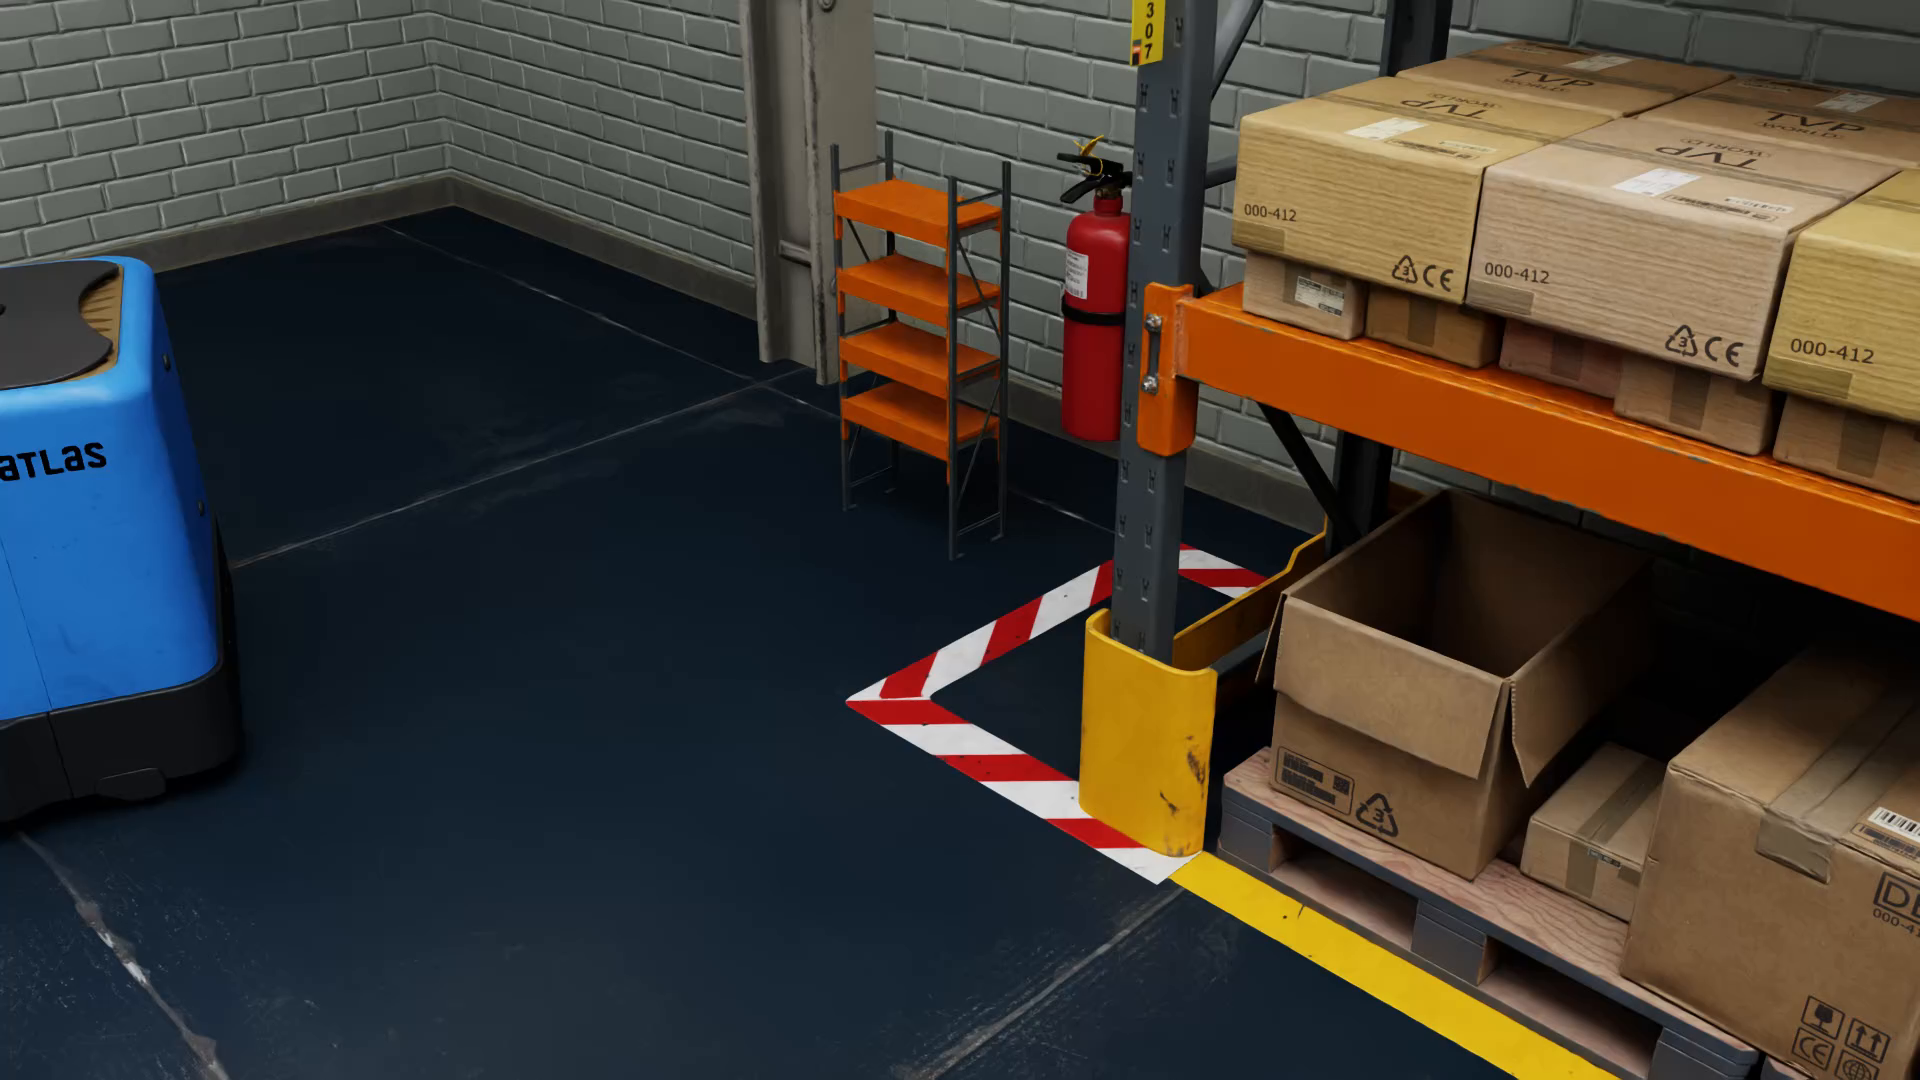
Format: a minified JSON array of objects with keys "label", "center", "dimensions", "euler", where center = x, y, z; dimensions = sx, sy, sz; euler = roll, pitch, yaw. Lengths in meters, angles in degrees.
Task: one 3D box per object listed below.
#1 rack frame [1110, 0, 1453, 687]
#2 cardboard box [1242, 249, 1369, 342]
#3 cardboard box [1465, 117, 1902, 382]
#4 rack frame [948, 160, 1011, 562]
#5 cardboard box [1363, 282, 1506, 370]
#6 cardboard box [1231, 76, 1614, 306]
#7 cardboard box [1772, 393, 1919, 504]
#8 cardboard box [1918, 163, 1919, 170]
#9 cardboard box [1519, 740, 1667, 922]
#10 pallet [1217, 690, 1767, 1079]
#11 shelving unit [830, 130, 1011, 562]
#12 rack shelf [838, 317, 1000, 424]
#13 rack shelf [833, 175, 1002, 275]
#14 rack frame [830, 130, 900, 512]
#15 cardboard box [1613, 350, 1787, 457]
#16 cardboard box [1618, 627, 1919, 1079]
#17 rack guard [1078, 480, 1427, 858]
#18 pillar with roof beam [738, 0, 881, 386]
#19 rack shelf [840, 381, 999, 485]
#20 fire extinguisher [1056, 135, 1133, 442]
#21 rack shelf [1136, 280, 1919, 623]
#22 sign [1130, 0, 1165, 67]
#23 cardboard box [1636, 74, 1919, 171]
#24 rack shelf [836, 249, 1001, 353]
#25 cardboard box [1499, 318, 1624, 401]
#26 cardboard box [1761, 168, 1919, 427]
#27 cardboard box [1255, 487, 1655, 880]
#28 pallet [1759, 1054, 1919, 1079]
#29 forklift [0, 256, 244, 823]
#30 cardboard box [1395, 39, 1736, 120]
[{"label":"rack frame","center":[0.739,-0.854,3.651],"dimensions":[0.127,3.000,1.000],"euler":[25,36,38]},{"label":"cardboard box","center":[0.781,-0.544,3.332],"dimensions":[0.250,0.149,0.380],"euler":[24,36,38]},{"label":"cardboard box","center":[1.233,-0.517,2.852],"dimensions":[0.500,0.250,0.500],"euler":[-25,37,-39]},{"label":"rack frame","center":[0.056,-0.505,4.922],"dimensions":[0.015,1.200,0.240],"euler":[25,36,38]},{"label":"cardboard box","center":[0.995,-0.477,3.203],"dimensions":[0.380,0.149,0.250],"euler":[-24,36,-38]},{"label":"cardboard box","center":[0.873,-0.682,3.165],"dimensions":[0.500,0.250,0.500],"euler":[25,37,39]},{"label":"cardboard box","center":[1.537,-0.215,2.706],"dimensions":[0.380,0.149,0.250],"euler":[-25,36,-38]},{"label":"cardboard box","center":[1.969,-0.525,2.867],"dimensions":[0.500,0.250,0.500],"euler":[-24,36,-38]},{"label":"cardboard box","center":[1.384,0.605,3.489],"dimensions":[0.250,0.149,0.380],"euler":[23,35,37]},{"label":"pallet","center":[1.362,0.665,3.758],"dimensions":[1.213,0.211,1.003],"euler":[25,36,38]},{"label":"shelving unit","center":[-0.118,-0.585,5.073],"dimensions":[0.503,1.200,0.258],"euler":[25,36,38]},{"label":"rack shelf","center":[-0.118,-0.526,5.105],"dimensions":[0.480,0.148,0.258],"euler":[25,36,38]},{"label":"rack shelf","center":[-0.118,-0.933,4.891],"dimensions":[0.480,0.148,0.258],"euler":[25,36,38]},{"label":"rack frame","center":[-0.292,-0.665,5.225],"dimensions":[0.015,1.200,0.240],"euler":[25,36,38]},{"label":"cardboard box","center":[1.344,-0.300,2.867],"dimensions":[0.380,0.149,0.250],"euler":[-24,36,-38]},{"label":"cardboard box","center":[1.691,0.590,3.140],"dimensions":[0.700,0.500,0.500],"euler":[-24,36,-37]},{"label":"rack guard","center":[0.793,0.277,4.185],"dimensions":[0.348,0.500,1.175],"euler":[25,36,38]},{"label":"pillar with roof beam","center":[-3.570,-3.259,1.779],"dimensions":[0.400,9.000,9.100],"euler":[25,36,38]},{"label":"rack shelf","center":[-0.118,-0.350,5.197],"dimensions":[0.480,0.148,0.258],"euler":[25,36,38]},{"label":"fire extinguisher","center":[0.310,-0.549,3.555],"dimensions":[0.183,0.674,0.296],"euler":[25,36,38]},{"label":"rack shelf","center":[2.165,0.117,2.577],"dimensions":[4.000,0.370,1.077],"euler":[25,36,38]},{"label":"sign","center":[0.358,-1.057,3.107],"dimensions":[0.005,0.325,0.100],"euler":[25,36,38]},{"label":"cardboard box","center":[1.620,-0.688,3.178],"dimensions":[0.500,0.250,0.500],"euler":[25,36,39]},{"label":"rack shelf","center":[-0.118,-0.724,5.001],"dimensions":[0.480,0.148,0.258],"euler":[25,36,38]},{"label":"cardboard box","center":[1.206,-0.402,3.062],"dimensions":[0.250,0.149,0.380],"euler":[24,36,38]},{"label":"cardboard box","center":[1.597,-0.353,2.540],"dimensions":[0.500,0.250,0.500],"euler":[24,36,37]},{"label":"cardboard box","center":[1.108,0.296,3.695],"dimensions":[0.637,0.503,0.797],"euler":[23,35,37]},{"label":"pallet","center":[2.228,1.063,3.002],"dimensions":[1.213,0.211,1.003],"euler":[25,36,38]},{"label":"forklift","center":[-3.345,-0.641,3.319],"dimensions":[3.031,2.935,1.130],"euler":[-11,30,-20]},{"label":"cardboard box","center":[1.253,-0.857,3.498],"dimensions":[0.500,0.250,0.500],"euler":[-24,36,-38]}]
